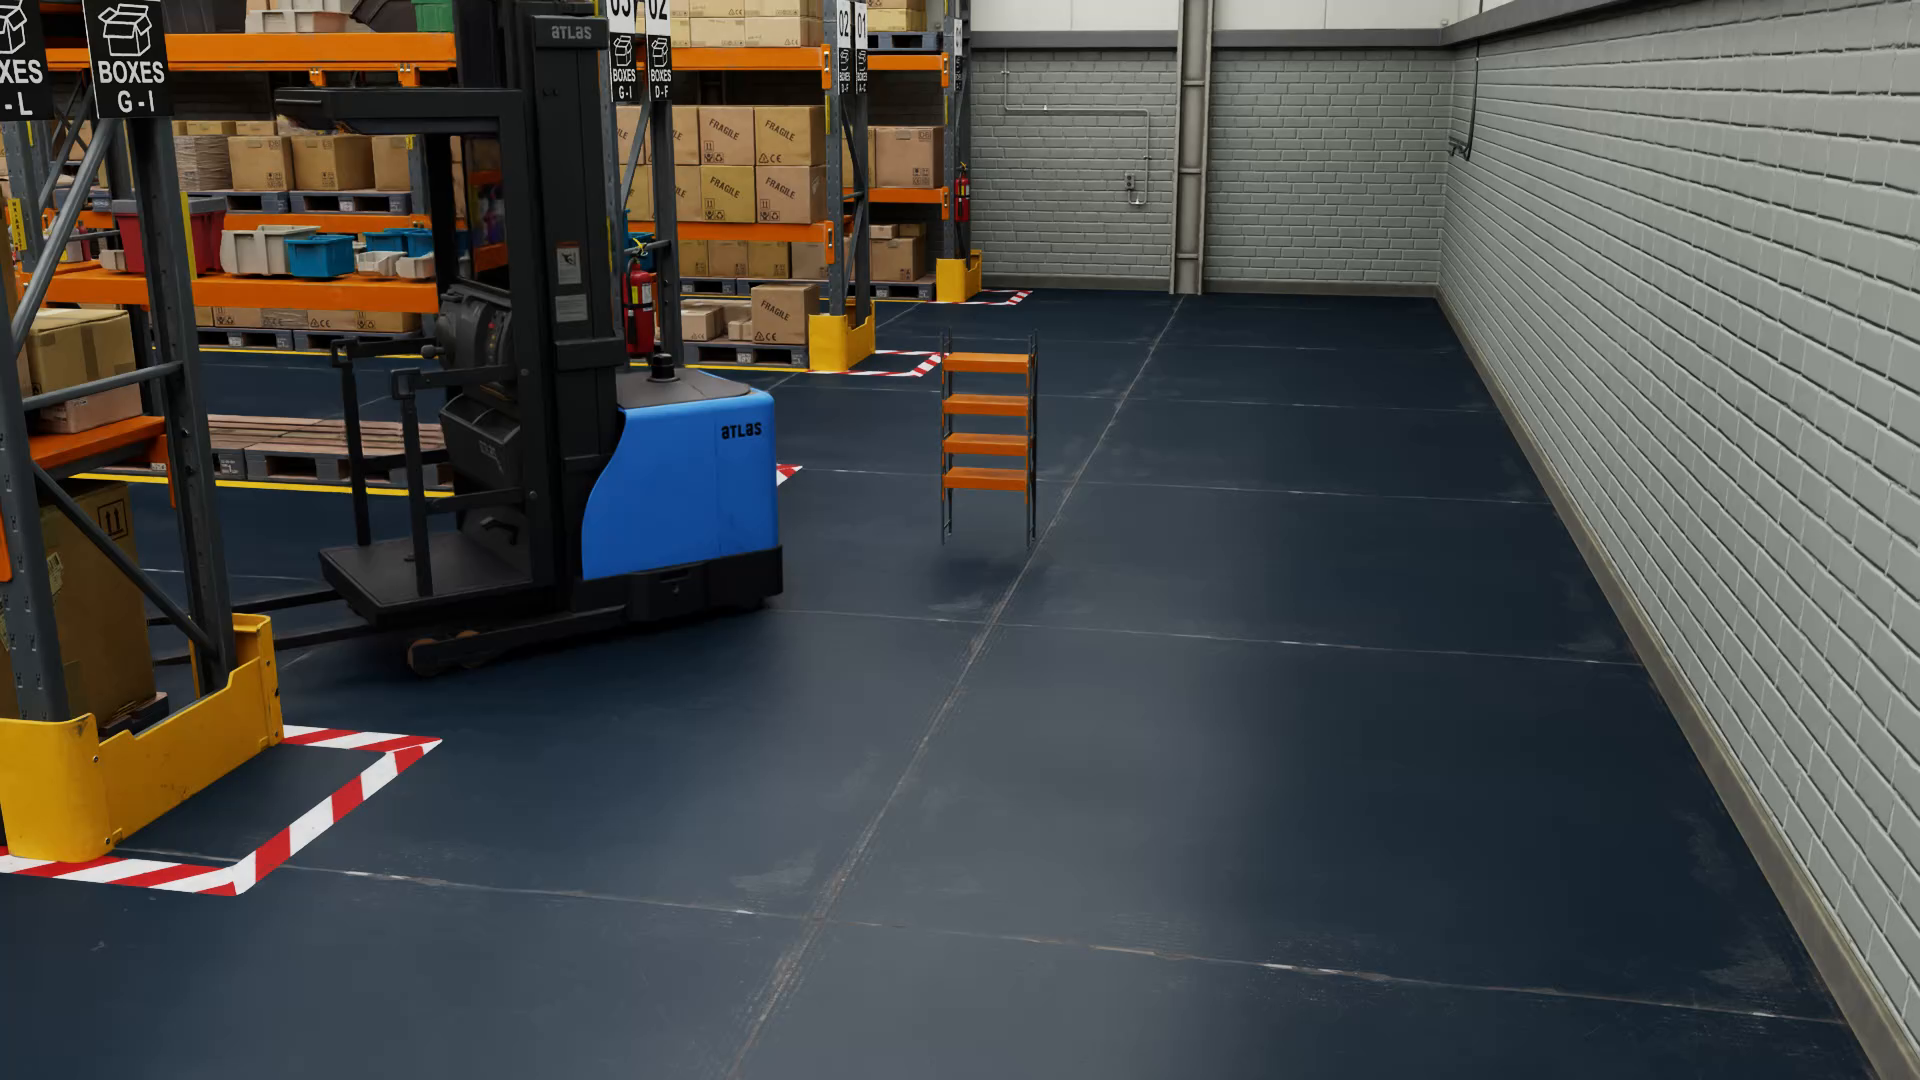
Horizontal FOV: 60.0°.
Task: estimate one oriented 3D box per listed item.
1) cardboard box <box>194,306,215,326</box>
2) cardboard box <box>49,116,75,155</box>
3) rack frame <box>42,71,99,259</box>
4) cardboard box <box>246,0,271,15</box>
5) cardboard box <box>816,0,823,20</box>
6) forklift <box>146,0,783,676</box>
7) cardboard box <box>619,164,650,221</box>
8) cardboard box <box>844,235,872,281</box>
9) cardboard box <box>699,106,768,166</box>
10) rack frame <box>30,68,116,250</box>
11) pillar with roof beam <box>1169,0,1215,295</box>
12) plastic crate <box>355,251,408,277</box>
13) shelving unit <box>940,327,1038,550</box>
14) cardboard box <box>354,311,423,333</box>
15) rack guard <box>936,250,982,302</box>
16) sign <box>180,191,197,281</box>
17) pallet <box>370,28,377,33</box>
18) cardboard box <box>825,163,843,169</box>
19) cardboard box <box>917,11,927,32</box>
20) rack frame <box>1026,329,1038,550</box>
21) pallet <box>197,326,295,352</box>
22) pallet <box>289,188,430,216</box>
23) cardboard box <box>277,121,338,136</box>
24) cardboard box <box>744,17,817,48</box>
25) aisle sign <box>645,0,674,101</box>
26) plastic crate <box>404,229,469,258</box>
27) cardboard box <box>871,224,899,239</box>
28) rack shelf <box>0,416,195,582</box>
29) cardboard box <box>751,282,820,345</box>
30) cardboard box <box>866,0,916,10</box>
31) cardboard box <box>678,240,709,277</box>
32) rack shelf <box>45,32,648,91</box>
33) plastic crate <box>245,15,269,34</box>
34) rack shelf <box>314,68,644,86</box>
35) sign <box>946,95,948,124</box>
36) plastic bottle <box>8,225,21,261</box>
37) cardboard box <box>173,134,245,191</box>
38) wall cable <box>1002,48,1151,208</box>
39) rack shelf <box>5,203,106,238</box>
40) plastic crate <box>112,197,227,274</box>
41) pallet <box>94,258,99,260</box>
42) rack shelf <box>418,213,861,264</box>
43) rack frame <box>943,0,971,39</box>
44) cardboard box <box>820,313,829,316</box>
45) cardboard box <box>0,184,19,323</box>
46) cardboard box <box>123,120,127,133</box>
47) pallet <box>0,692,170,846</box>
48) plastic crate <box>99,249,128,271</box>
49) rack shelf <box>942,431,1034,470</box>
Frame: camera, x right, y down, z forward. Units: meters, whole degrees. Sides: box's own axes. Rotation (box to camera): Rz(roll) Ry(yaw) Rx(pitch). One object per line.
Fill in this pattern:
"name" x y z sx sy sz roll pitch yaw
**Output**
"cardboard box" -7.459 -2.392 16.368 0.500 0.500 0.500 3 16 10
"cardboard box" -12.208 -5.426 22.299 0.500 0.500 0.500 3 16 10
"rack frame" -11.789 -5.047 22.094 0.127 3.000 1.000 3 16 11
"cardboard box" -6.720 -5.186 15.815 0.600 0.600 0.600 2 16 9
"cardboard box" -1.465 -4.822 15.008 0.500 0.250 0.500 3 16 11
"forklift" -2.392 -0.972 7.511 3.031 2.935 1.130 -10 18 -32
"cardboard box" -2.997 -3.195 15.220 0.500 0.500 0.500 3 16 10
"cardboard box" -1.226 -3.444 20.203 0.500 0.500 0.700 3 16 11
"cardboard box" -2.000 -3.621 14.886 0.500 0.500 0.500 4 16 13
"rack frame" -8.853 -3.538 16.647 0.127 3.000 1.000 3 16 11
"pillar with roof beam" 1.930 -6.257 15.221 0.400 9.000 9.100 3 16 11
"plastic crate" -3.692 -1.754 10.585 0.250 0.136 0.298 3 16 11
"shelving unit" 0.162 -0.569 9.300 0.503 1.200 0.258 3 16 11
"cardboard box" -5.474 -2.284 15.978 0.500 0.500 0.500 3 16 11
"rack guard" -0.007 -3.203 20.119 0.348 0.500 1.175 3 16 11
"sign" -2.875 -1.122 6.153 0.005 0.325 0.100 3 16 11
"pallet" -5.558 -4.734 15.695 1.003 0.211 1.213 3 16 11
"cardboard box" -1.396 -3.254 15.431 0.500 0.500 0.500 3 16 12
"cardboard box" -0.697 -6.136 19.712 0.500 0.250 0.500 4 16 14
"rack frame" 0.401 -0.556 9.253 0.015 1.200 0.240 3 16 11
"pallet" -6.937 -2.079 16.604 1.213 0.211 1.003 3 16 11
"pallet" -5.695 -3.304 16.161 1.213 0.211 1.003 3 16 11
"cardboard box" -8.332 -5.117 21.335 0.500 0.500 0.700 1 16 5
"cardboard box" -1.570 -4.444 14.580 0.500 0.250 0.500 3 16 11
"aisle sign" -1.875 -3.144 10.353 0.004 0.787 0.394 3 16 11
"plastic crate" -3.471 -1.935 11.059 0.300 0.233 0.416 3 16 11
"cardboard box" -0.898 -3.689 19.873 0.250 0.149 0.380 3 16 10
"rack shelf" -4.951 -0.281 6.236 4.000 0.370 1.077 3 16 11
"cardboard box" -1.595 -2.085 15.257 0.500 0.500 0.500 3 16 11
"cardboard box" -0.802 -6.362 19.122 0.500 0.500 0.500 3 16 11
"cardboard box" -3.237 -3.553 20.595 0.500 0.500 0.700 3 16 12
"rack shelf" -3.964 -3.023 10.513 4.000 0.370 1.077 3 16 11
"plastic crate" -4.602 -3.380 10.952 0.466 0.136 0.293 3 16 11
"rack shelf" -5.910 -5.827 20.637 4.000 0.370 1.077 3 16 11
"sign" -0.152 -4.940 19.094 0.005 0.325 0.100 3 16 11
"plastic bottle" -6.660 -2.114 11.737 0.135 0.276 0.152 3 16 11
"cardboard box" -7.355 -3.686 16.207 0.500 0.500 0.700 6 17 22
"wall cable" 1.413 -5.078 20.301 1.851 1.984 0.084 3 16 11
"rack shelf" -10.813 -3.298 17.127 4.000 0.370 1.077 3 16 11
"plastic crate" -5.099 -1.977 10.777 0.583 0.464 0.402 3 16 11
"pallet" -11.026 -3.662 22.318 1.213 0.211 1.003 3 16 11
"rack shelf" -2.973 -2.873 15.591 4.000 0.370 1.077 3 16 11
"rack frame" -0.030 -7.300 18.989 0.127 3.000 1.000 3 16 11
"cardboard box" -1.355 -2.063 15.837 0.250 0.149 0.380 3 16 11
"cardboard box" -3.521 -0.911 5.482 0.500 0.500 0.500 3 16 12
"cardboard box" -10.751 -5.240 21.778 0.500 0.500 0.700 5 16 17
"pallet" -3.790 0.800 6.208 1.213 0.211 1.003 3 16 11
"plastic crate" -5.496 -1.870 11.004 0.243 0.136 0.396 3 16 11
"rack shelf" 0.162 -0.505 9.318 0.480 0.148 0.258 3 16 11
